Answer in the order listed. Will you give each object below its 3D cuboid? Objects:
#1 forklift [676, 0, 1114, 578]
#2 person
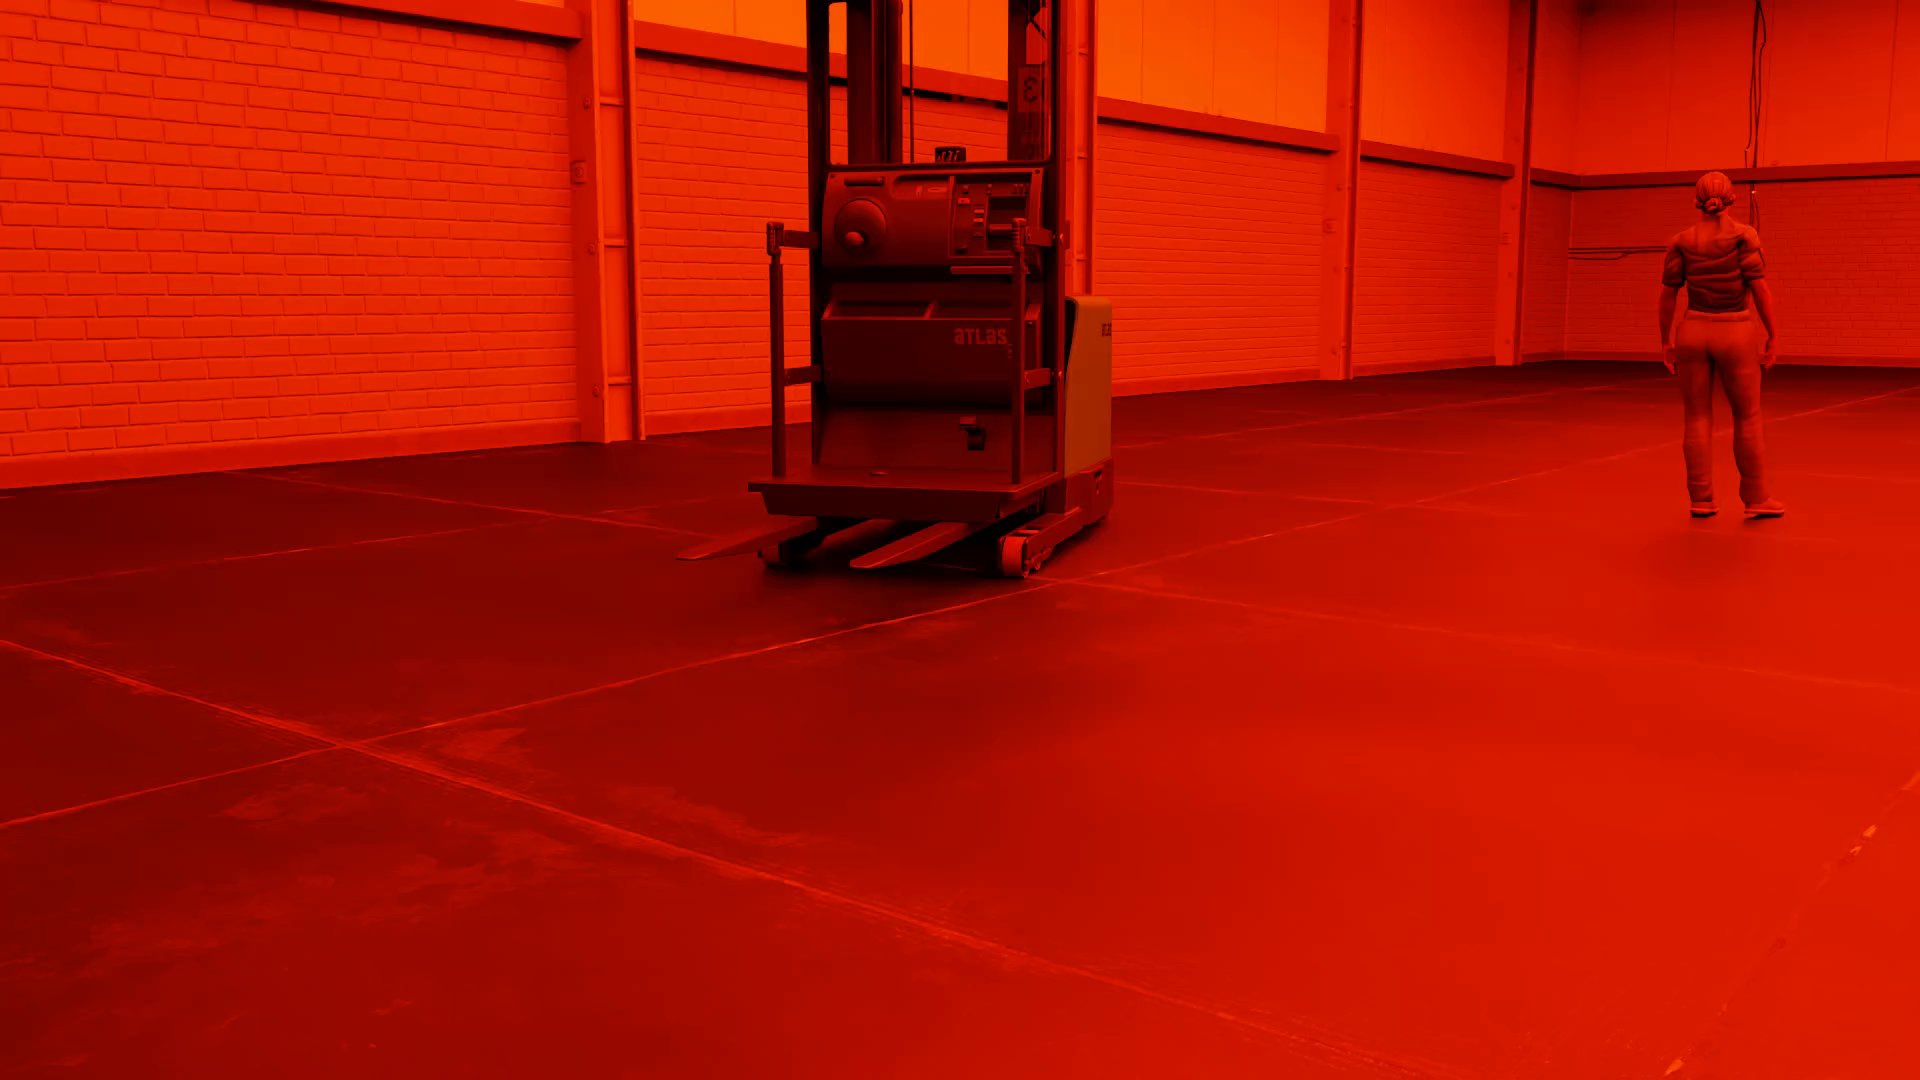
[{"bbox_3d":[-0.176,-1.366,6.616,1.130,2.935,3.031,3,9,17],"label":"forklift"},{"bbox_3d":[3.735,-0.950,8.132,0.569,1.656,0.503,7,11,40],"label":"person"}]
